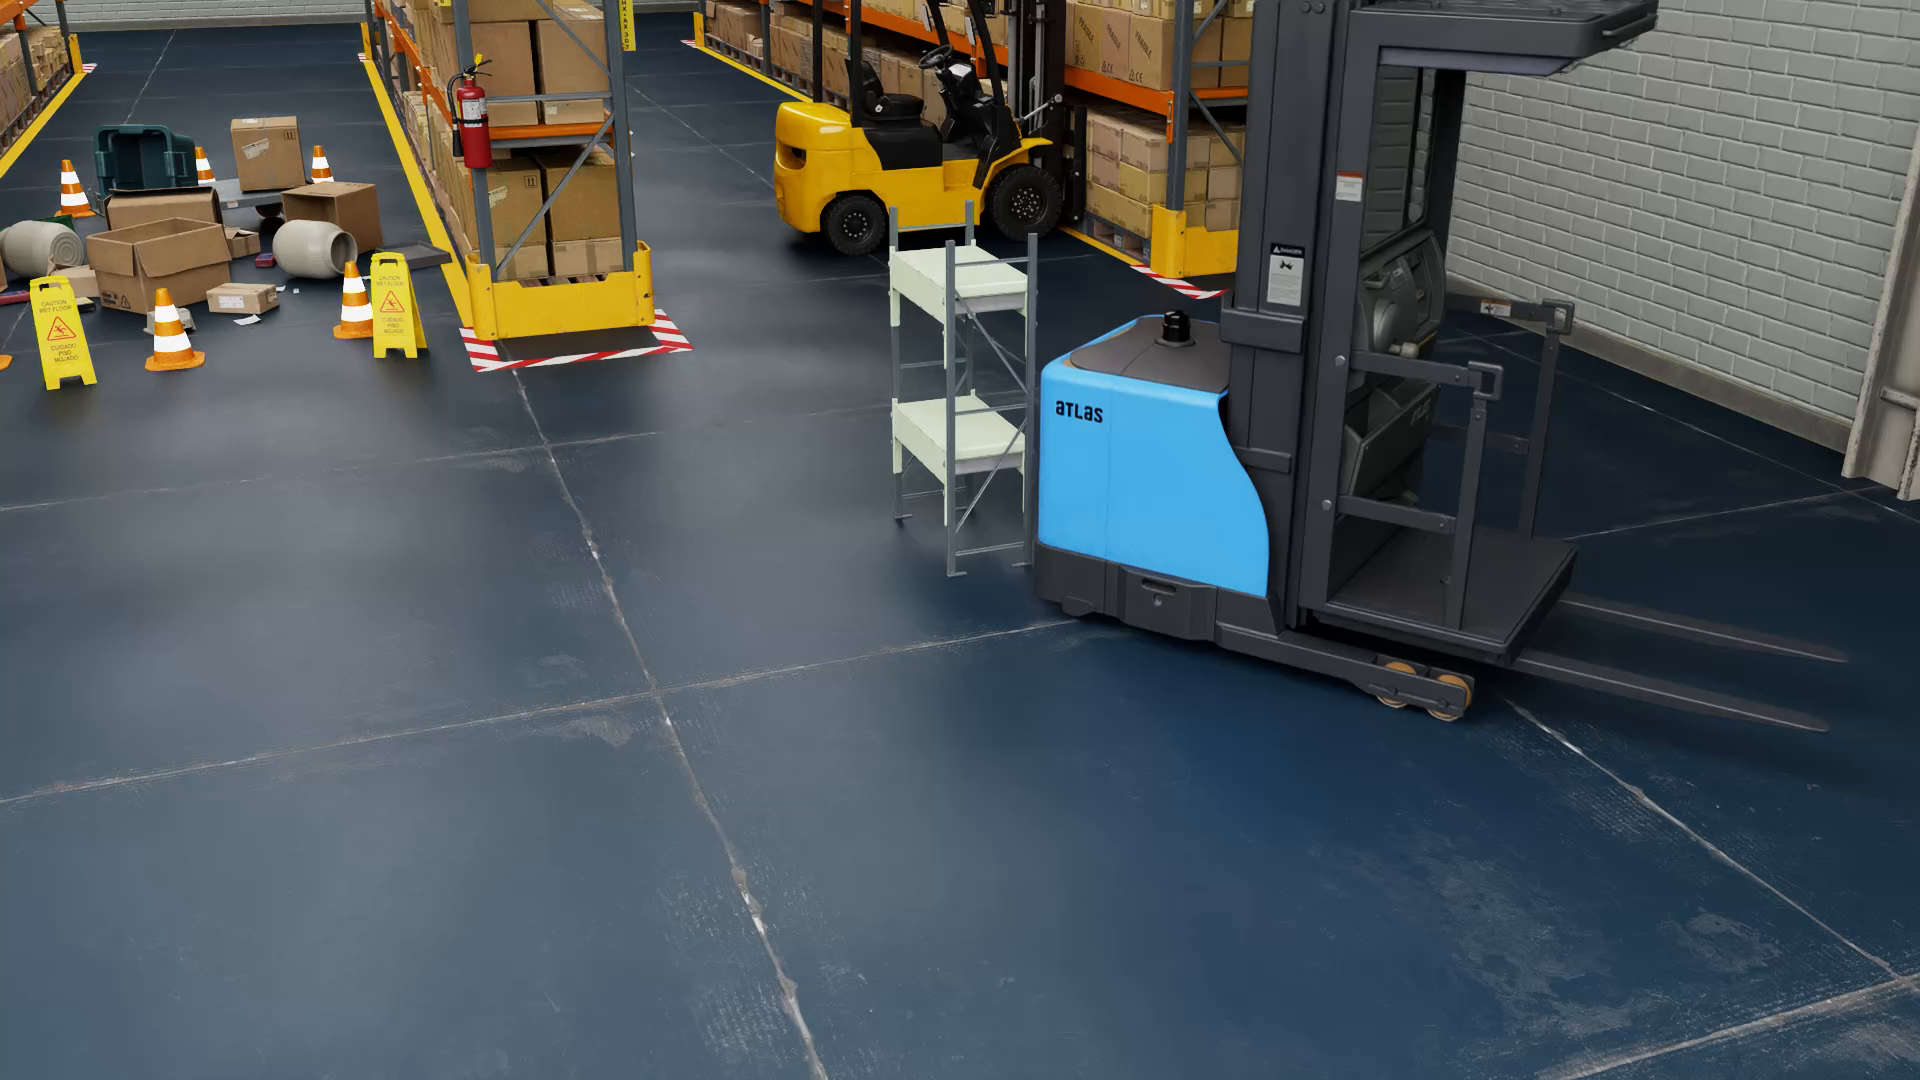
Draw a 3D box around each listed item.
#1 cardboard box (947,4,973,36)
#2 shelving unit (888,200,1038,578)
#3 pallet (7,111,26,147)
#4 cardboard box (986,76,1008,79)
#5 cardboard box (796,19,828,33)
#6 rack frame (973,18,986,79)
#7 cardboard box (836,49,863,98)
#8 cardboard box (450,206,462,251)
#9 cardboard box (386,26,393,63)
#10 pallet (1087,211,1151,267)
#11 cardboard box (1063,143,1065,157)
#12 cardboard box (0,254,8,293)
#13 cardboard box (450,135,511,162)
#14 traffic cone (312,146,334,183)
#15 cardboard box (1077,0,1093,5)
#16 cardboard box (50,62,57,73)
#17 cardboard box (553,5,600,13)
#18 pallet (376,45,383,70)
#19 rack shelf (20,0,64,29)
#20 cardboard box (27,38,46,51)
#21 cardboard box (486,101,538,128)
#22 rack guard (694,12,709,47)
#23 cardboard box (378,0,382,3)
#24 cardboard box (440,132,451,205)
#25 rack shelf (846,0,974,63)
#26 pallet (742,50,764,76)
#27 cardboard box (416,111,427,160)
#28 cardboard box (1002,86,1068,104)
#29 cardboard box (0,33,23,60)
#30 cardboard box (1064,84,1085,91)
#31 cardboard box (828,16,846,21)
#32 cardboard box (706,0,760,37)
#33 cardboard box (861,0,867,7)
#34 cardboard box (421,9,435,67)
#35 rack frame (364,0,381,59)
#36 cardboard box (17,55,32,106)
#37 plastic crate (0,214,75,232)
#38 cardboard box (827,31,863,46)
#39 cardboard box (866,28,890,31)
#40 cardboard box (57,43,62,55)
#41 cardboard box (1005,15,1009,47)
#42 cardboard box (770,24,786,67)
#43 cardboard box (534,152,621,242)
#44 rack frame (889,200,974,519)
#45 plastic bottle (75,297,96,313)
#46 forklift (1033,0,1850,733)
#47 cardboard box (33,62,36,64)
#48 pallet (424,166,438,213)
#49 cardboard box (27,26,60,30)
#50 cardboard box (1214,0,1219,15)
[{"bbox_3d":[0.186,-5.003,15.951,0.500,0.250,0.500,-8,24,-18],"label":"cardboard box"},{"bbox_3d":[0.002,-0.689,7.453,0.431,1.500,0.755,-8,24,-19],"label":"shelving unit"},{"bbox_3d":[-10.743,-4.422,17.969,1.003,0.211,1.213,-8,24,-19],"label":"pallet"},{"bbox_3d":[0.414,-4.212,16.398,0.875,0.625,0.625,-7,24,-17],"label":"cardboard box"},{"bbox_3d":[-1.905,-6.630,21.461,0.380,0.149,0.250,-8,24,-19],"label":"cardboard box"},{"bbox_3d":[0.609,-4.925,15.572,1.000,3.000,0.127,-8,24,-19],"label":"rack frame"},{"bbox_3d":[-1.154,-5.544,19.719,0.500,0.500,0.500,-8,24,-17],"label":"cardboard box"},{"bbox_3d":[-3.523,-2.351,12.465,0.500,0.250,0.500,-9,25,-21],"label":"cardboard box"},{"bbox_3d":[-7.298,-6.730,22.614,0.875,0.438,0.875,-9,25,-21],"label":"cardboard box"},{"bbox_3d":[1.713,-2.459,13.311,1.003,0.211,1.213,-8,24,-19],"label":"pallet"},{"bbox_3d":[1.015,-3.313,14.104,0.500,0.250,0.500,-8,24,-19],"label":"cardboard box"},{"bbox_3d":[-7.120,-1.953,11.736,0.500,0.500,0.500,-4,23,-10],"label":"cardboard box"},{"bbox_3d":[-3.340,-2.739,11.586,0.380,0.149,0.250,-8,24,-17],"label":"cardboard box"},{"bbox_3d":[-5.781,-3.332,15.059,0.336,0.463,0.334,-8,24,-19],"label":"traffic cone"},{"bbox_3d":[1.162,-4.367,13.284,0.380,0.149,0.250,-8,24,-19],"label":"cardboard box"},{"bbox_3d":[-11.962,-6.142,21.591,0.380,0.149,0.250,-8,24,-18],"label":"cardboard box"},{"bbox_3d":[-2.714,-3.370,11.372,0.500,0.500,0.500,-8,24,-17],"label":"cardboard box"},{"bbox_3d":[-7.917,-7.038,24.176,1.003,0.211,1.213,-8,24,-19],"label":"pallet"},{"bbox_3d":[-12.161,-6.829,21.015,1.077,0.370,4.000,-8,24,-19],"label":"rack shelf"},{"bbox_3d":[-11.911,-6.312,21.228,0.380,0.149,0.250,-8,24,-19],"label":"cardboard box"},{"bbox_3d":[-2.952,-2.780,10.807,0.380,0.149,0.250,-8,24,-17],"label":"cardboard box"},{"bbox_3d":[-3.603,-8.106,26.337,1.175,0.500,0.348,-8,24,-19],"label":"rack guard"},{"bbox_3d":[-6.433,-6.325,19.087,0.500,0.250,0.500,-9,24,-20],"label":"cardboard box"},{"bbox_3d":[-3.696,-2.881,12.759,0.500,0.500,0.500,-7,24,-16],"label":"cardboard box"},{"bbox_3d":[-0.097,-5.320,17.436,1.077,0.370,4.000,-8,24,-19],"label":"rack shelf"},{"bbox_3d":[-2.459,-6.796,23.603,1.003,0.211,1.213,-8,24,-19],"label":"pallet"},{"bbox_3d":[-4.725,-3.928,16.051,0.950,0.372,0.625,-8,24,-17],"label":"cardboard box"},{"bbox_3d":[0.658,-3.906,14.867,0.500,0.250,0.500,-8,24,-19],"label":"cardboard box"},{"bbox_3d":[-10.955,-5.585,18.850,0.500,0.250,0.500,-9,24,-20],"label":"cardboard box"},{"bbox_3d":[1.157,-3.978,15.038,0.500,0.250,0.500,-9,24,-20],"label":"cardboard box"},{"bbox_3d":[-1.510,-6.807,21.880,0.380,0.149,0.250,-10,25,-22],"label":"cardboard box"},{"bbox_3d":[-3.503,-8.093,25.763,0.797,0.503,0.637,-9,25,-21],"label":"cardboard box"},{"bbox_3d":[-0.876,-6.114,18.588,0.500,0.250,0.500,-8,24,-19],"label":"cardboard box"},{"bbox_3d":[-3.774,-3.864,12.544,0.500,0.500,0.500,-9,24,-19],"label":"cardboard box"},{"bbox_3d":[-8.272,-8.603,24.298,1.000,3.000,0.127,-8,24,-19],"label":"rack frame"},{"bbox_3d":[-10.957,-5.241,18.999,0.500,0.500,0.500,-9,24,-20],"label":"cardboard box"},{"bbox_3d":[-7.341,-2.374,13.067,0.450,0.188,0.662,-6,21,12],"label":"plastic crate"},{"bbox_3d":[-1.393,-6.060,20.109,0.380,0.149,0.250,-9,25,-21],"label":"cardboard box"},{"bbox_3d":[-0.937,-6.242,20.540,0.380,0.149,0.250,-10,25,-21],"label":"cardboard box"},{"bbox_3d":[-12.229,-6.562,22.205,0.380,0.149,0.250,-9,25,-21],"label":"cardboard box"},{"bbox_3d":[0.721,-4.587,14.642,0.500,0.500,0.500,-8,24,-18],"label":"cardboard box"},{"bbox_3d":[-2.257,-6.667,22.383,0.500,0.500,0.500,-7,24,-17],"label":"cardboard box"},{"bbox_3d":[-2.655,-2.401,11.618,0.500,0.500,0.500,-9,25,-21],"label":"cardboard box"},{"bbox_3d":[-0.127,-0.822,7.768,0.400,1.500,0.023,-8,24,-19],"label":"rack frame"},{"bbox_3d":[-6.122,-1.641,11.565,0.133,0.061,0.283,-18,29,-37],"label":"plastic bottle"},{"bbox_3d":[1.833,-0.917,6.151,3.031,2.935,1.130,14,26,29],"label":"forklift"},{"bbox_3d":[-11.669,-5.888,20.604,0.380,0.149,0.250,-10,25,-22],"label":"cardboard box"},{"bbox_3d":[-4.310,-3.240,15.166,1.003,0.211,1.213,-8,24,-19],"label":"pallet"},{"bbox_3d":[-12.443,-6.883,22.583,0.380,0.149,0.250,-8,24,-18],"label":"cardboard box"},{"bbox_3d":[1.998,-4.056,12.548,0.380,0.149,0.250,-8,24,-19],"label":"cardboard box"}]
